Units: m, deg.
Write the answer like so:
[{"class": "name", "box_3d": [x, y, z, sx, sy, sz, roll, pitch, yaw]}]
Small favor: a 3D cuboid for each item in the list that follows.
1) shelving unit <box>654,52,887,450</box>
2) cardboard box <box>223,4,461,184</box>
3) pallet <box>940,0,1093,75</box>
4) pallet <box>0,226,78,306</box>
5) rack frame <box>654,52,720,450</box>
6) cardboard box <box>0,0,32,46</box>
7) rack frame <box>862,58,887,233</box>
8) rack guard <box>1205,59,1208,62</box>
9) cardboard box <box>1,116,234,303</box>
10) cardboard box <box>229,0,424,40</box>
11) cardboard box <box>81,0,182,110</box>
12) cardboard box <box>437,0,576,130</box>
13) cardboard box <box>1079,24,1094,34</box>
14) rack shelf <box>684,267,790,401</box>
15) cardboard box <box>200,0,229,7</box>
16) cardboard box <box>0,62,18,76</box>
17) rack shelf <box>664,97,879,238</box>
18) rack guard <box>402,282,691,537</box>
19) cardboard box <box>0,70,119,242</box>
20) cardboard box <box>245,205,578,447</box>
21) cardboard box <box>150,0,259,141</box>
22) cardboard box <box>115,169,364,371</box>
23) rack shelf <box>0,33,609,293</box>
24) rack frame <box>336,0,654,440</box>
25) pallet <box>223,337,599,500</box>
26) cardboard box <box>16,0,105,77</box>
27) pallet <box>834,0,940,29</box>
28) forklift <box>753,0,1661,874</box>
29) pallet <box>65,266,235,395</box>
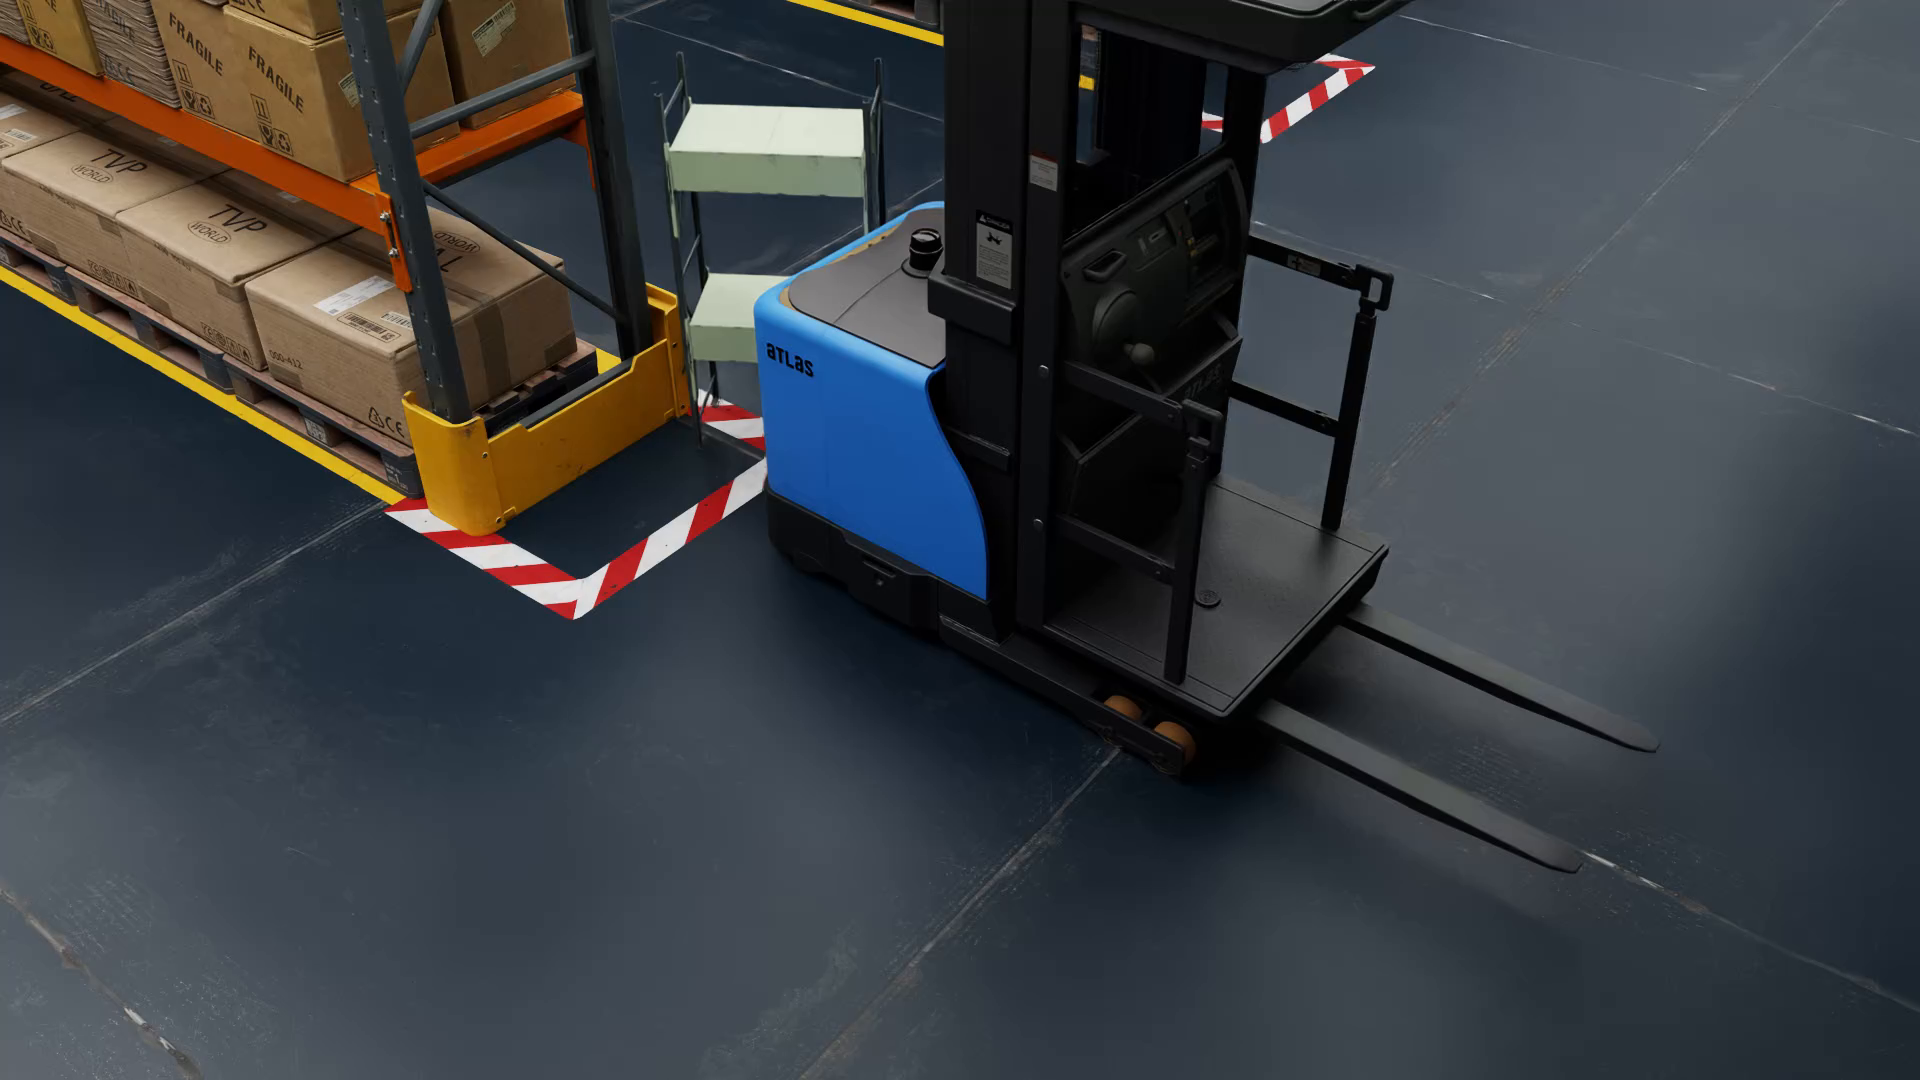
[{"class": "shelving unit", "box_3d": [-0.676, -1.060, 6.388, 0.755, 1.500, 0.431, 3, 38, 3]}, {"class": "cardboard box", "box_3d": [-2.147, -1.626, 5.813, 0.500, 0.500, 0.500, 26, 45, 29]}, {"class": "pallet", "box_3d": [0.640, -3.249, 10.229, 1.213, 0.211, 1.003, 25, 45, 29]}, {"class": "pallet", "box_3d": [-4.224, -1.613, 8.139, 1.213, 0.211, 1.003, 25, 45, 29]}, {"class": "rack frame", "box_3d": [-1.041, -1.078, 6.410, 0.023, 1.500, 0.400, 3, 38, 3]}, {"class": "cardboard box", "box_3d": [-3.778, -2.389, 6.787, 0.500, 0.500, 0.500, 26, 45, 29]}, {"class": "rack frame", "box_3d": [-0.312, -1.043, 6.365, 0.023, 1.500, 0.400, 3, 38, 3]}, {"class": "rack guard", "box_3d": [1.264, -3.042, 9.729, 0.348, 0.500, 1.175, 25, 45, 29]}, {"class": "cardboard box", "box_3d": [-3.635, -1.568, 7.557, 0.875, 0.438, 0.875, 24, 44, 27]}, {"class": "cardboard box", "box_3d": [-2.130, -2.033, 5.521, 0.500, 0.500, 0.500, 27, 45, 30]}, {"class": "cardboard box", "box_3d": [-2.951, -2.009, 6.302, 0.500, 0.500, 0.500, 27, 45, 30]}, {"class": "cardboard box", "box_3d": [-1.810, -1.895, 6.157, 0.500, 0.500, 0.500, 25, 44, 28]}, {"class": "cardboard box", "box_3d": [0.779, -3.135, 9.793, 0.250, 0.149, 0.380, 26, 45, 29]}, {"class": "rack shelf", "box_3d": [-0.677, -0.804, 6.589, 0.720, 0.370, 0.431, 3, 38, 3]}, {"class": "cardboard box", "box_3d": [-2.563, -2.214, 5.753, 0.500, 0.500, 0.500, 25, 45, 29]}, {"class": "cardboard box", "box_3d": [-5.321, -2.556, 8.464, 0.875, 0.875, 0.875, 27, 45, 30]}, {"class": "rack shelf", "box_3d": [-0.676, -1.368, 6.147, 0.720, 0.370, 0.431, 3, 38, 3]}, {"class": "rack guard", "box_3d": [-1.584, -0.542, 6.537, 0.348, 0.500, 1.175, 25, 45, 29]}, {"class": "cardboard box", "box_3d": [-4.346, -1.903, 7.985, 0.875, 0.438, 0.875, 25, 44, 28]}, {"class": "cardboard box", "box_3d": [-2.188, -0.890, 6.692, 0.875, 0.438, 0.875, 24, 44, 27]}, {"class": "cardboard box", "box_3d": [-2.536, -1.821, 6.062, 0.500, 0.500, 0.500, 24, 44, 28]}, {"class": "cardboard box", "box_3d": [-2.920, -1.229, 7.124, 0.875, 0.438, 0.875, 27, 45, 30]}, {"class": "rack shelf", "box_3d": [-3.191, -2.001, 6.957, 4.000, 0.370, 1.077, 25, 45, 29]}, {"class": "rack frame", "box_3d": [-1.603, -1.536, 5.778, 0.127, 3.000, 1.000, 25, 45, 29]}, {"class": "pallet", "box_3d": [-2.285, -0.699, 6.971, 1.213, 0.211, 1.003, 25, 45, 29]}, {"class": "cardboard box", "box_3d": [-3.369, -2.196, 6.541, 0.500, 0.500, 0.500, 27, 45, 30]}, {"class": "pallet", "box_3d": [-0.325, -3.707, 10.813, 1.213, 0.211, 1.003, 25, 45, 29]}, {"class": "forklift", "box_3d": [0.759, -0.781, 4.870, 3.031, 2.935, 1.130, 26, 45, 29]}, {"class": "pallet", "box_3d": [-3.250, -1.156, 7.555, 1.213, 0.211, 1.003, 25, 45, 29]}]
